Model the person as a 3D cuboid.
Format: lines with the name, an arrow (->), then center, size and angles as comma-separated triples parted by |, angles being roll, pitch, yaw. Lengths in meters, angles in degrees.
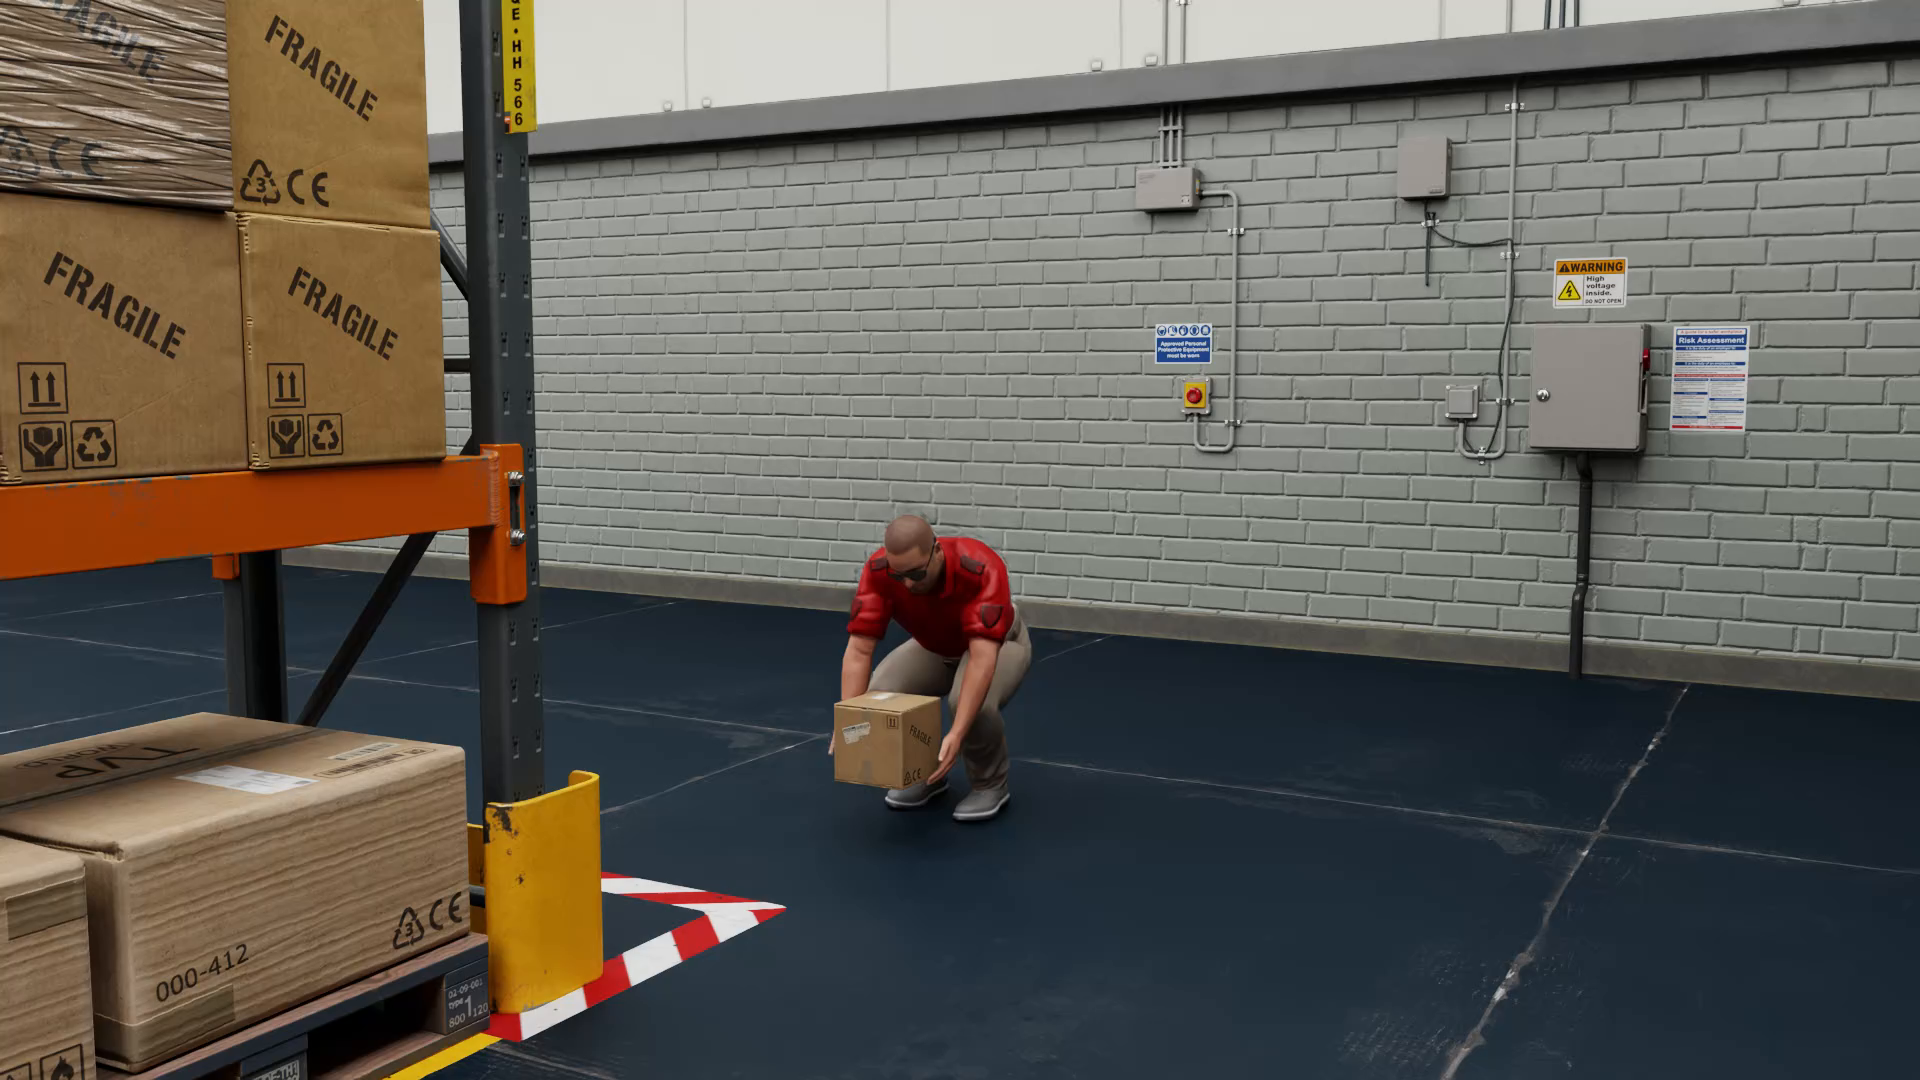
person -> -0.044, 0.411, 5.580 | 0.573, 1.046, 0.856 | 3, 7, 28
